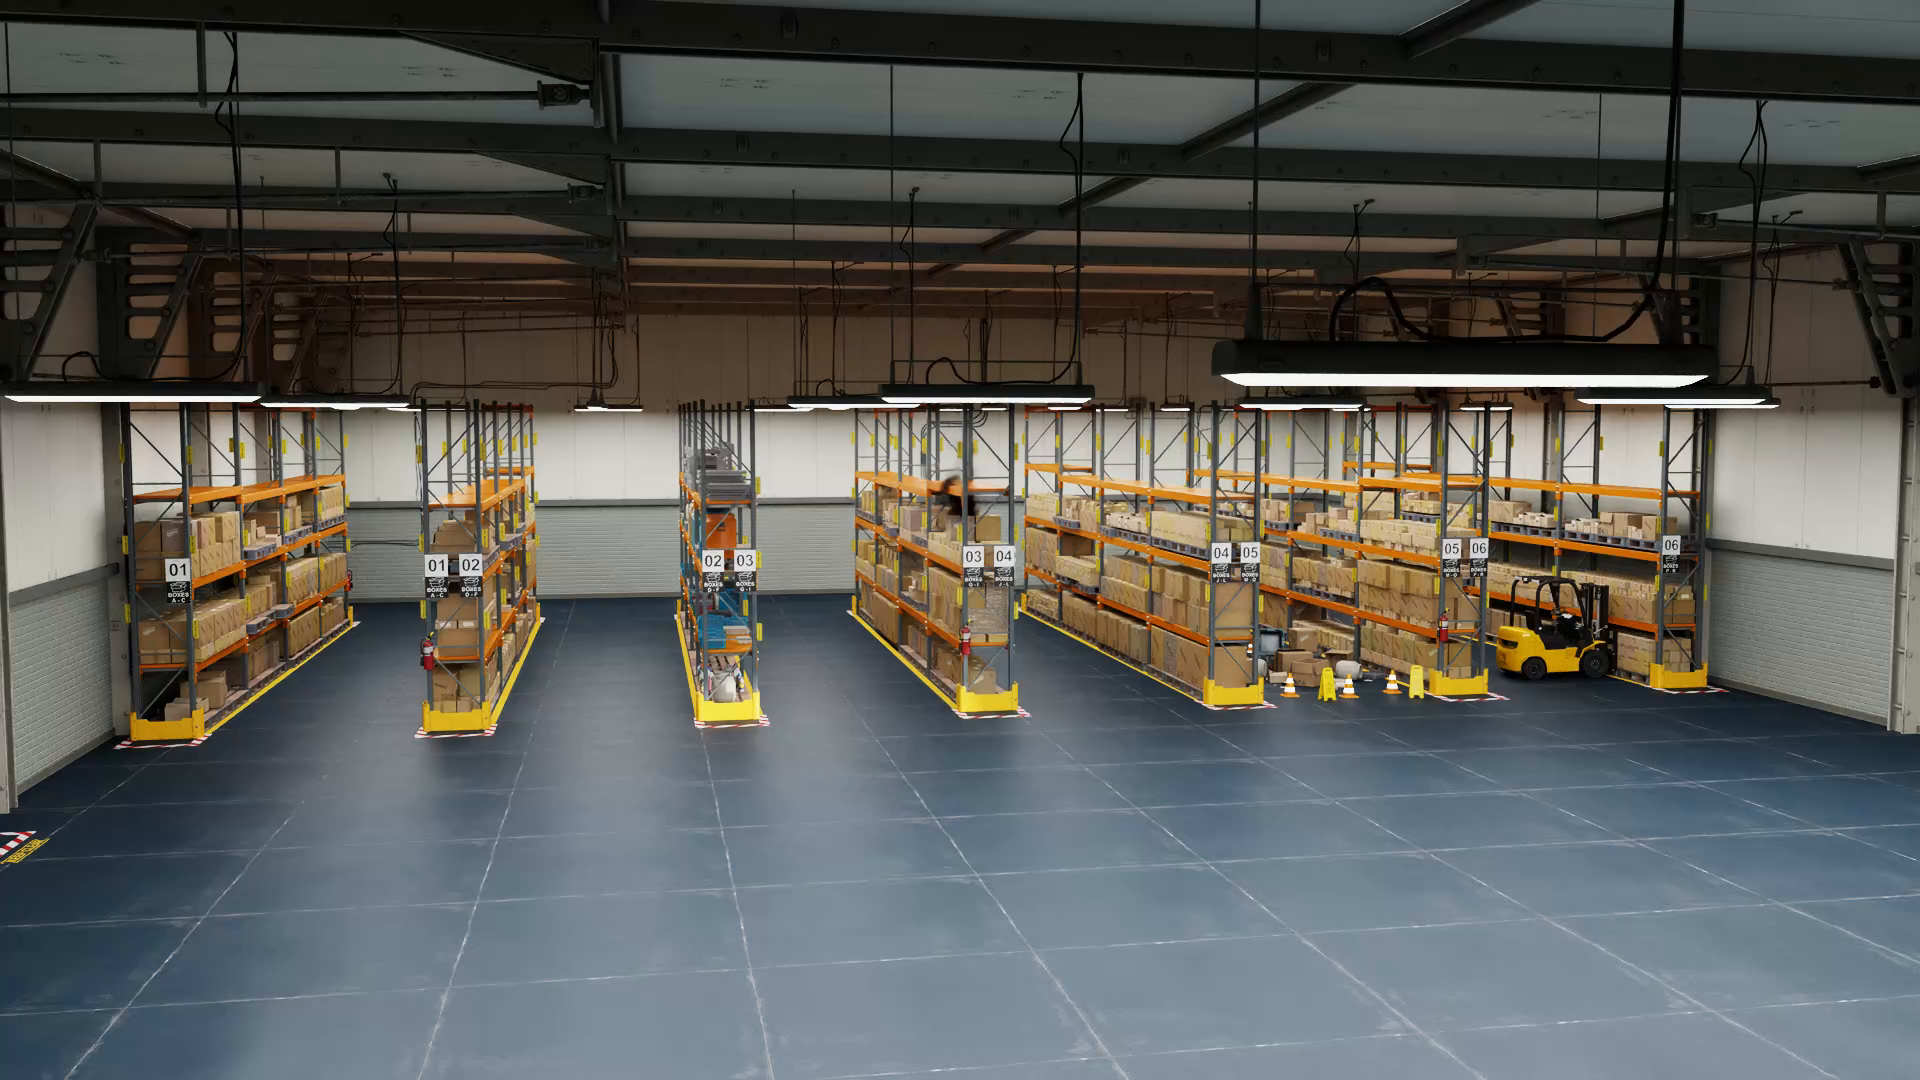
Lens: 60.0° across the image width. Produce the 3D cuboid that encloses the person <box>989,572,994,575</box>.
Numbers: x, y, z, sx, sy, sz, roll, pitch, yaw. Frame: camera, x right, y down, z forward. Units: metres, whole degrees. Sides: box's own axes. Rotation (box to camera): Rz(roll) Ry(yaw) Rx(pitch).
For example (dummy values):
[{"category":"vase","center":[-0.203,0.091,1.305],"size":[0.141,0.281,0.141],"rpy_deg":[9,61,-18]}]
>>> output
[{"category":"person","center":[0.865,1.331,47.078],"size":[0.604,1.660,0.624],"rpy_deg":[-1,4,-7]}]
